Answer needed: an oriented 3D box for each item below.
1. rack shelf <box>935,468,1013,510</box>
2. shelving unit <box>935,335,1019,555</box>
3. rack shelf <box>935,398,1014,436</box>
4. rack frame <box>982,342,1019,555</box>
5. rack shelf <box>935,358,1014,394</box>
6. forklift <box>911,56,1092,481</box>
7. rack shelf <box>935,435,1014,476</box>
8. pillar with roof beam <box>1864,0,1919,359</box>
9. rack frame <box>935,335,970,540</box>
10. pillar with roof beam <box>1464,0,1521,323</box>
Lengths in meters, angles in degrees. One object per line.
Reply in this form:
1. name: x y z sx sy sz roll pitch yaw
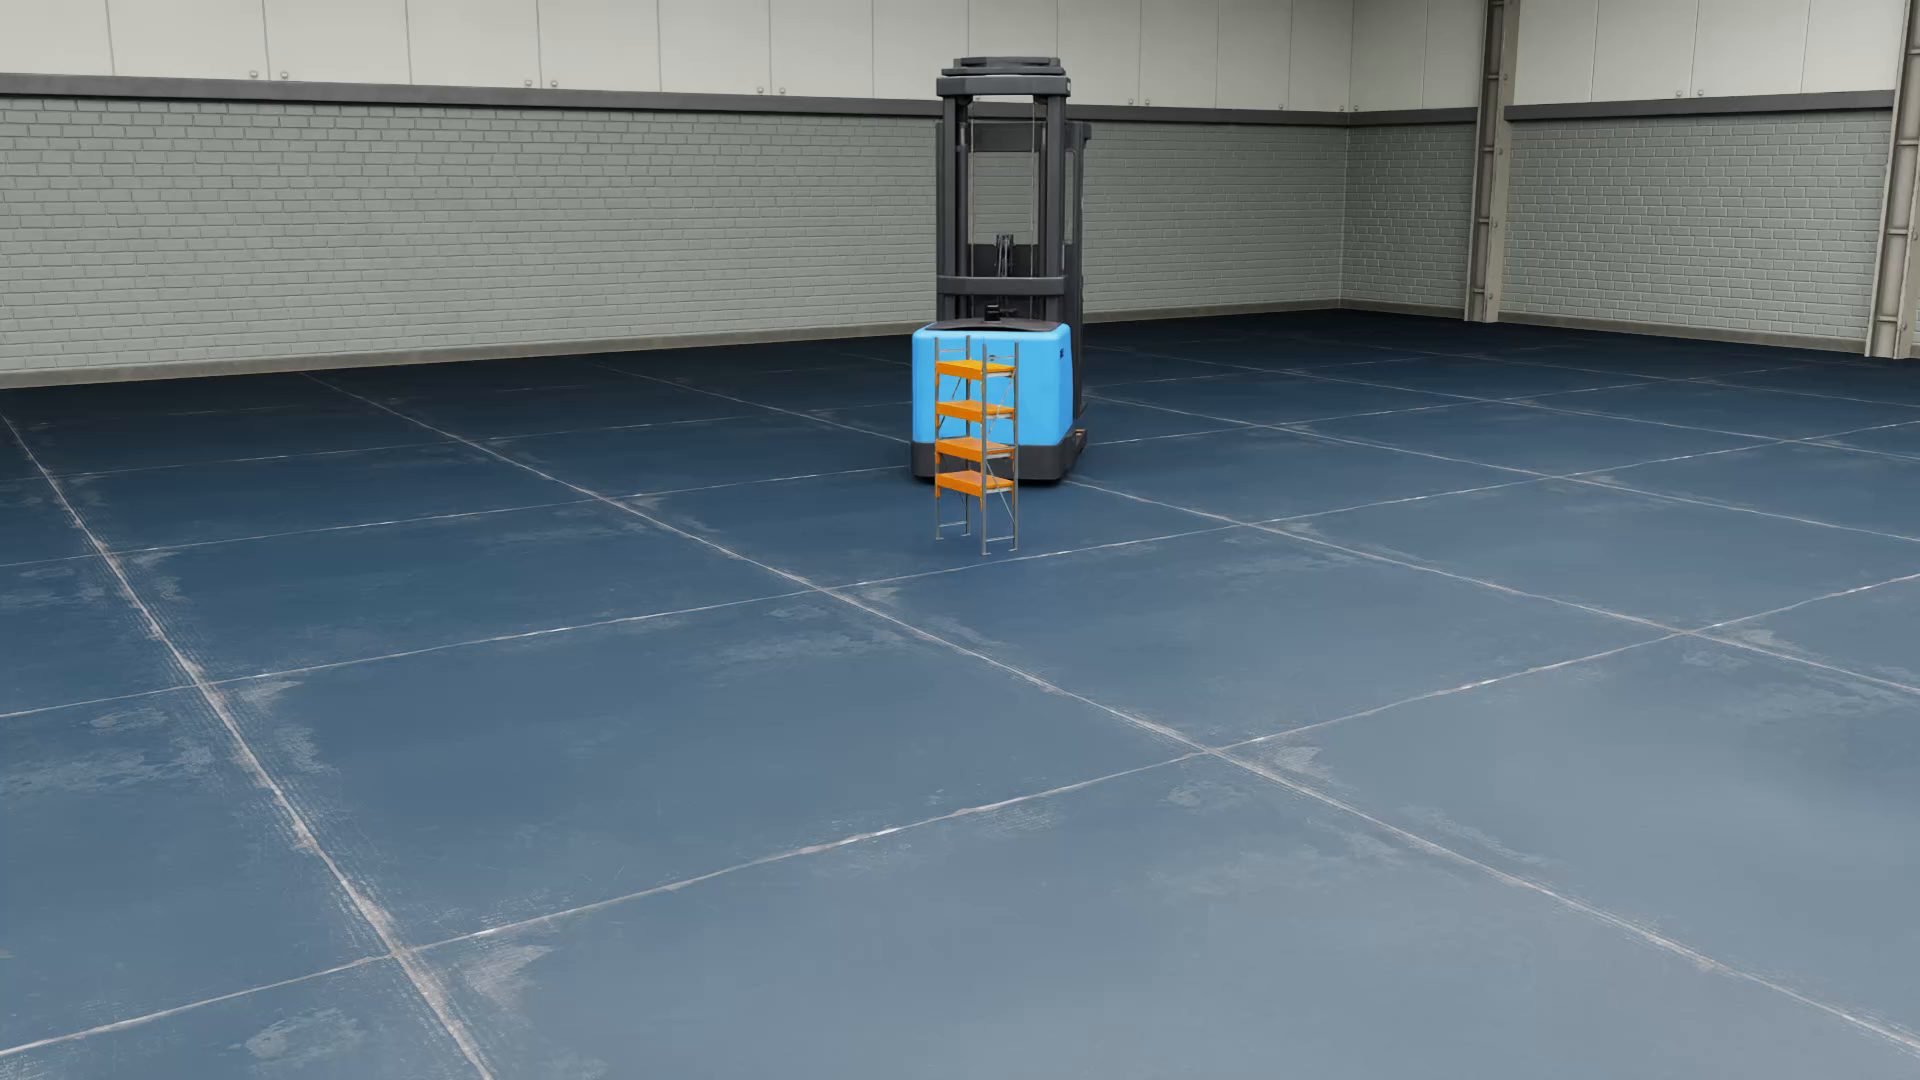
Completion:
1. rack shelf: 0.092 -0.297 9.656 0.258 0.148 0.480 -8 15 -33
2. shelving unit: 0.092 -0.557 9.599 0.258 1.200 0.503 -8 15 -33
3. rack shelf: 0.092 -0.710 9.566 0.258 0.148 0.480 -8 15 -33
4. rack frame: 0.227 -0.513 9.401 0.240 1.200 0.015 -8 15 -33
5. rack shelf: 0.092 -0.941 9.515 0.258 0.148 0.480 -8 15 -33
6. forklift: 0.404 -2.106 12.630 1.130 2.935 3.031 2 12 9
7. rack shelf: 0.092 -0.491 9.613 0.258 0.148 0.480 -8 15 -33
8. pillar with roof beam: 7.500 -6.076 16.583 9.100 9.000 0.400 -8 15 -33
9. rack frame: -0.043 -0.600 9.797 0.240 1.200 0.015 -8 15 -33
10. pillar with roof beam: 4.176 -7.143 21.462 9.100 9.000 0.400 -8 15 -33
